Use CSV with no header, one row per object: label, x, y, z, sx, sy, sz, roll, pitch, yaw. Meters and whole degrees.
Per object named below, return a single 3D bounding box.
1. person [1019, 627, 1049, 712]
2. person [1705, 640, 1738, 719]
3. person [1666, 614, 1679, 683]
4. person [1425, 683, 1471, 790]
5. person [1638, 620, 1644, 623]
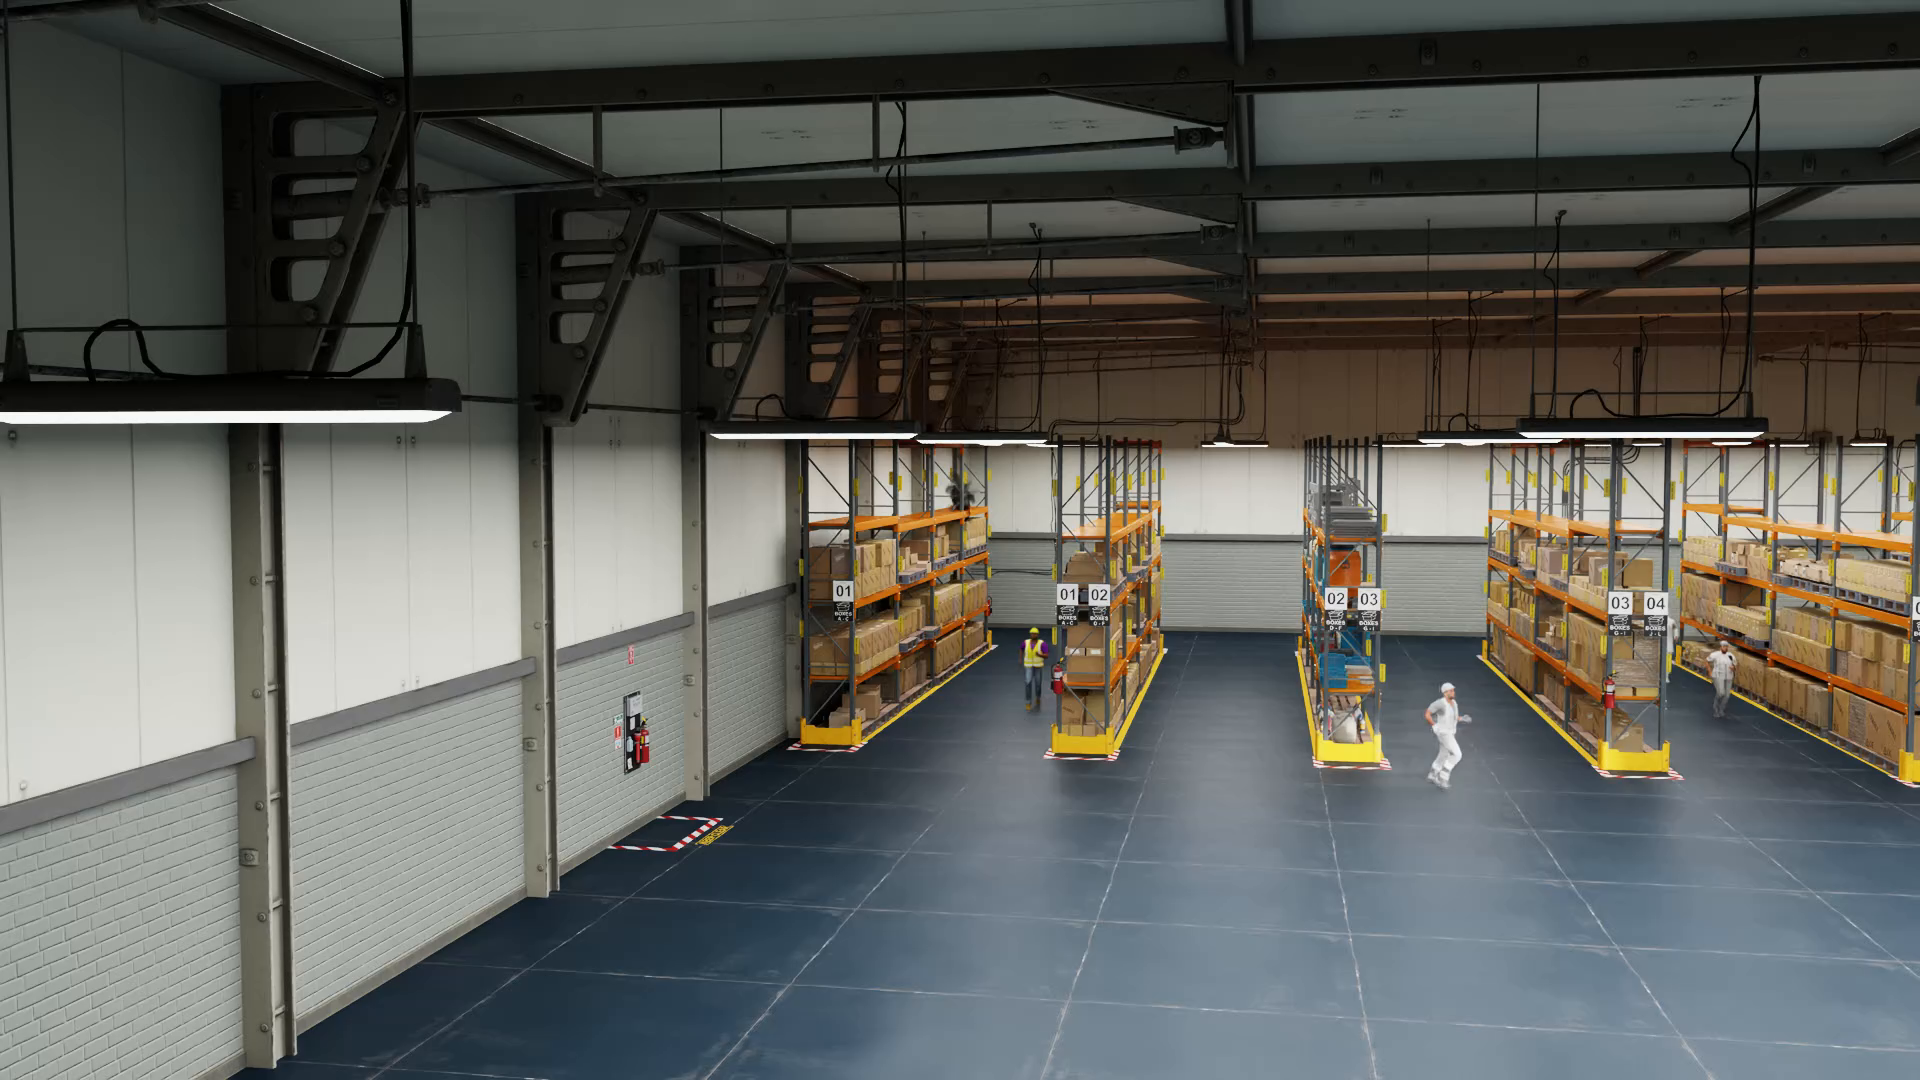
person,1.631,2.840,36.794,0.672,1.821,0.820,0,3,6
person,16.271,2.985,35.468,0.577,1.669,0.682,0,3,2
person,17.477,2.612,41.316,0.718,1.783,0.990,1,3,11
person,8.276,3.319,28.164,0.709,1.806,0.620,3,4,40
person,18.867,2.454,45.655,0.596,1.688,0.617,0,3,-7
